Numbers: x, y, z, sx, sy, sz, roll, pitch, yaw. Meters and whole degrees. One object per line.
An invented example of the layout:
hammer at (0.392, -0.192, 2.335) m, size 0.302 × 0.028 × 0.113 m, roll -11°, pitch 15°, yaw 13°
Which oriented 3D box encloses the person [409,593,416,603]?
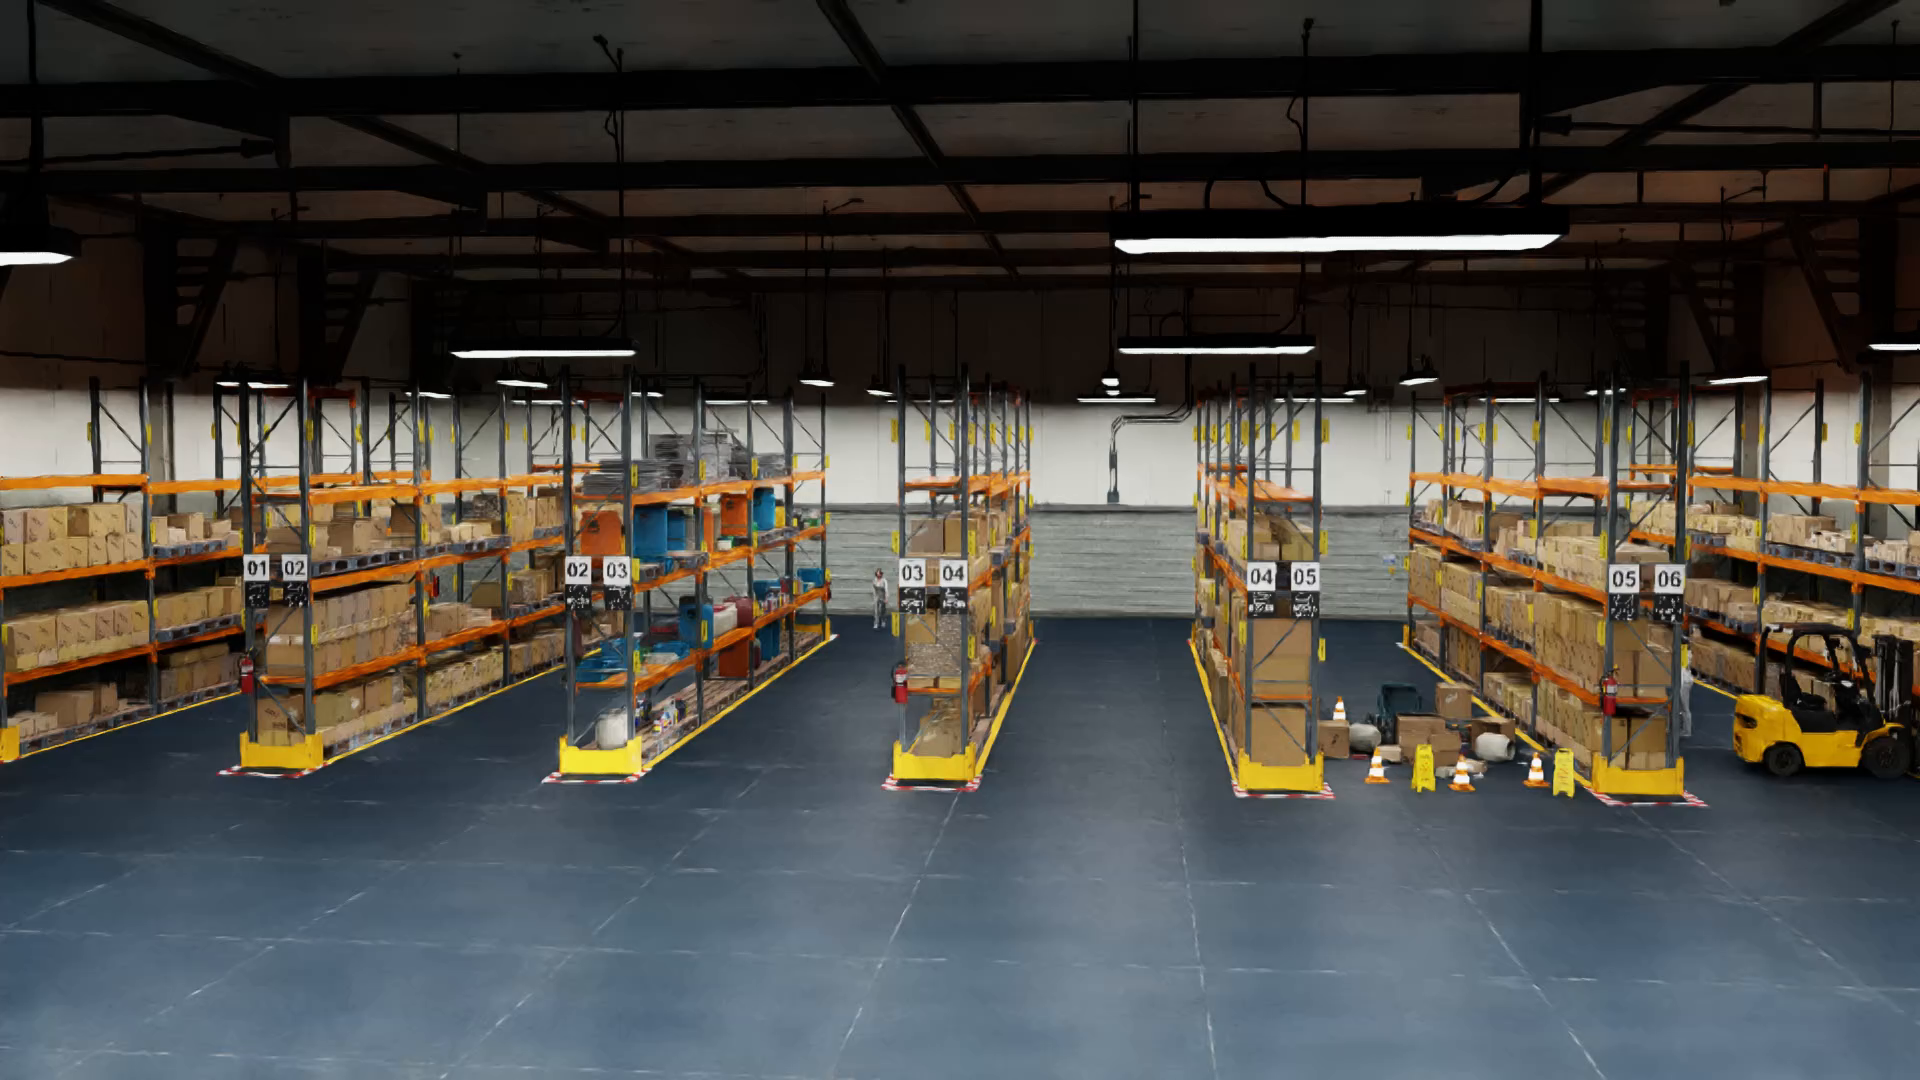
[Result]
person at (-13.939, 1.442, 42.528) m, size 0.528 × 1.677 × 0.490 m, roll 3°, pitch 5°, yaw 41°

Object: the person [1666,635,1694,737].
person at (11.888, 2.393, 27.474) m, size 0.455 × 1.677 × 0.525 m, roll 3°, pitch 4°, yaw 35°

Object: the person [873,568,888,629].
person at (-2.038, 1.488, 42.653) m, size 0.432 × 1.539 × 0.947 m, roll 0°, pitch 4°, yaw 5°

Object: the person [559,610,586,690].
person at (-7.537, 2.040, 32.275) m, size 0.518 × 1.778 × 0.627 m, roll -1°, pitch 4°, yaw -19°
